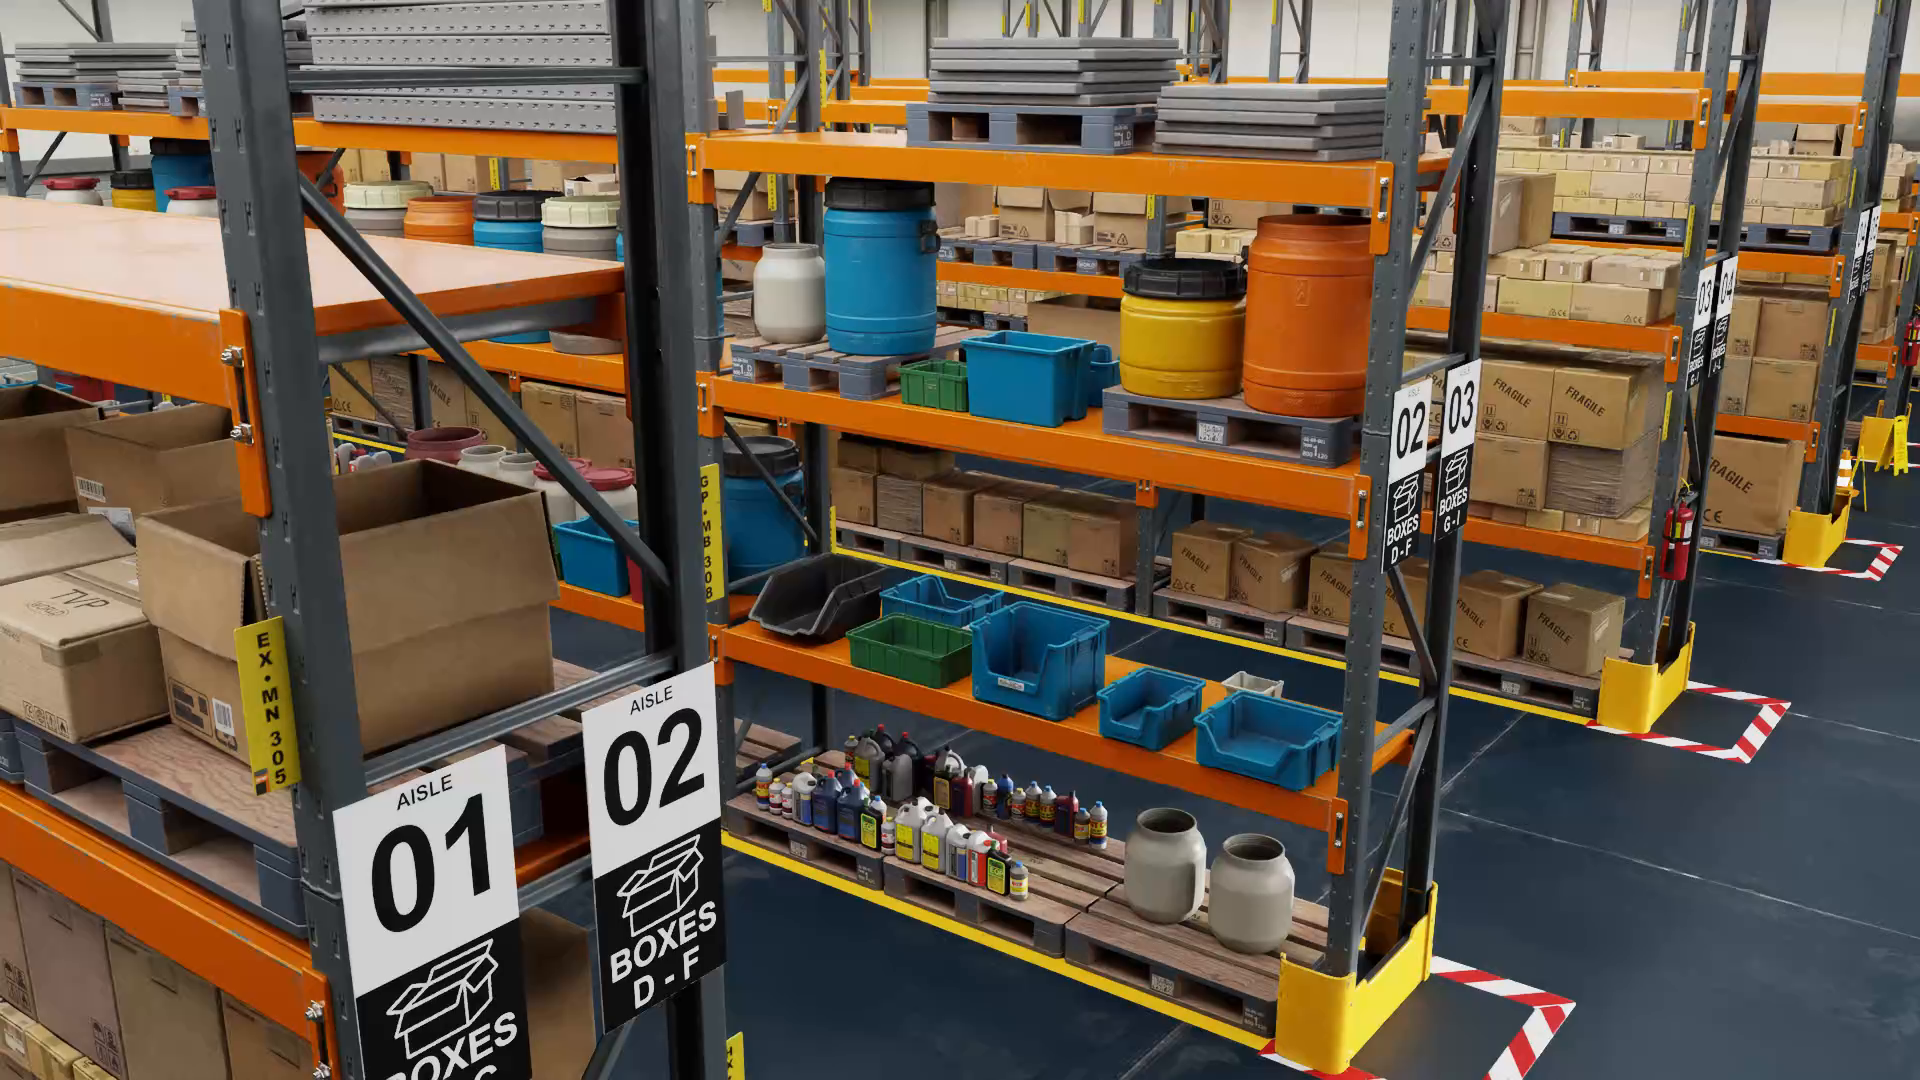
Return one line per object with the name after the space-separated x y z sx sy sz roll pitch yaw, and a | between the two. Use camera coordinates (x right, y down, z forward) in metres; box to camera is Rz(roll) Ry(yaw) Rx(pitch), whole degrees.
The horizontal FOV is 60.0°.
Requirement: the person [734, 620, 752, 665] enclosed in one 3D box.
-1.623 0.069 12.760 0.575 1.767 0.510 12 20 35 | person
